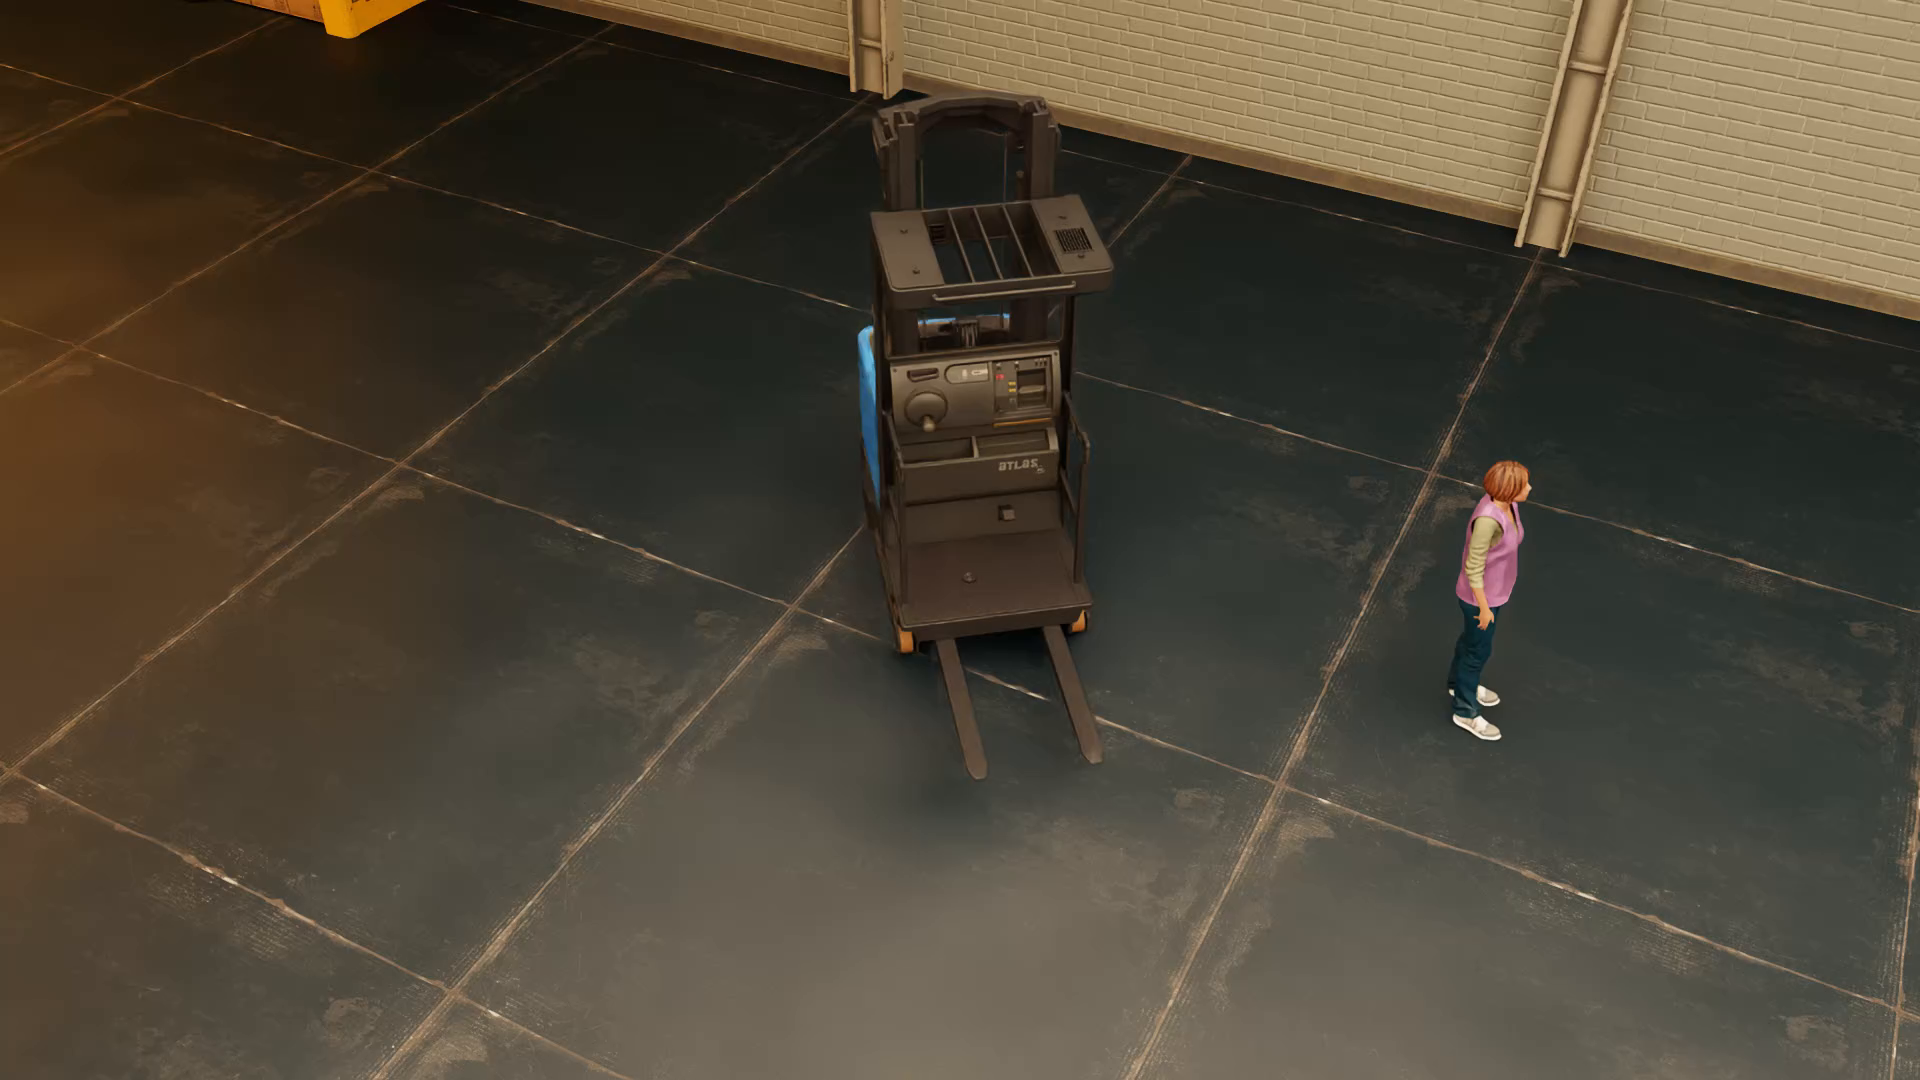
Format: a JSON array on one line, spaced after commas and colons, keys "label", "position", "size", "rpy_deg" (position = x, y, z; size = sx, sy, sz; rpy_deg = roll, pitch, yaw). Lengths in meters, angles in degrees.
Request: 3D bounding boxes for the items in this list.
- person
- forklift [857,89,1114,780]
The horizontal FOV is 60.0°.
[{"label": "person", "position": [2.810, 0.284, 8.682], "size": [0.454, 1.605, 0.504], "rpy_deg": [19, 44, 21]}, {"label": "forklift", "position": [0.129, -0.730, 8.853], "size": [1.130, 2.935, 3.031], "rpy_deg": [-7, 41, -8]}]
